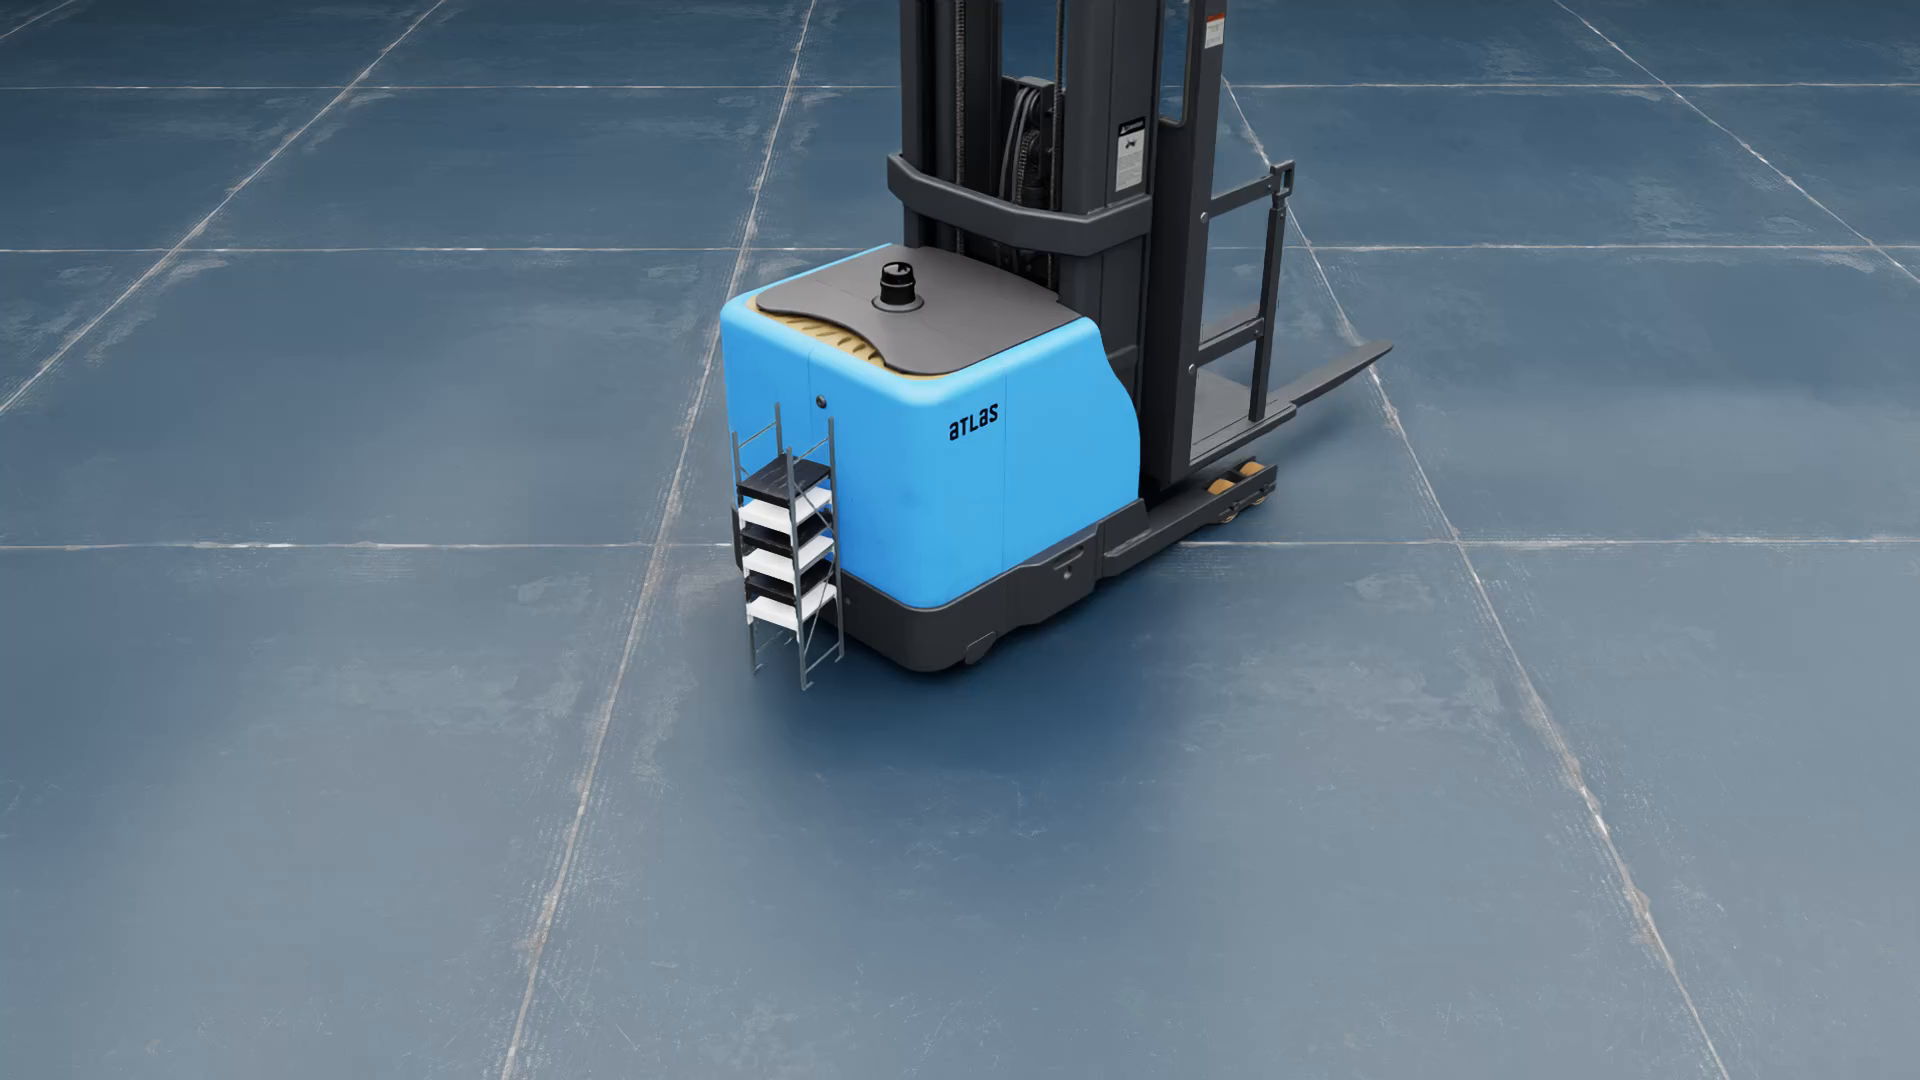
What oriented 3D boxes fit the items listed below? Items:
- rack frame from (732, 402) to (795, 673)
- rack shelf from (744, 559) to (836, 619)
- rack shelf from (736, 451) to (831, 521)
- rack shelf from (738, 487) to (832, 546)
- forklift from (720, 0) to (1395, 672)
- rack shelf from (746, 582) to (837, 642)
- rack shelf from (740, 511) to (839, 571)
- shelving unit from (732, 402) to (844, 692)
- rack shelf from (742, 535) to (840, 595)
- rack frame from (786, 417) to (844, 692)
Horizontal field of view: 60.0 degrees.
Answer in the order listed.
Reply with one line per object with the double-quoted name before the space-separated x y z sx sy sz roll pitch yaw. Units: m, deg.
"rack frame" -0.630 0.004 5.376 0.006 0.900 0.240 17 35 26
"rack shelf" -0.542 0.136 5.396 0.200 0.077 0.258 17 35 26
"rack shelf" -0.543 -0.172 5.209 0.200 0.077 0.258 17 35 26
"rack shelf" -0.542 -0.095 5.255 0.200 0.077 0.258 17 35 26
"forklift" 0.588 -1.487 5.875 1.130 2.935 3.031 27 41 37
"rack shelf" -0.542 0.213 5.443 0.200 0.077 0.258 17 35 26
"rack shelf" -0.542 -0.018 5.302 0.200 0.077 0.258 17 35 26
"shelving unit" -0.542 0.030 5.332 0.210 0.900 0.258 17 35 26
"rack shelf" -0.542 0.059 5.349 0.200 0.077 0.258 17 35 26
"rack frame" -0.455 0.057 5.287 0.006 0.900 0.240 17 35 26
